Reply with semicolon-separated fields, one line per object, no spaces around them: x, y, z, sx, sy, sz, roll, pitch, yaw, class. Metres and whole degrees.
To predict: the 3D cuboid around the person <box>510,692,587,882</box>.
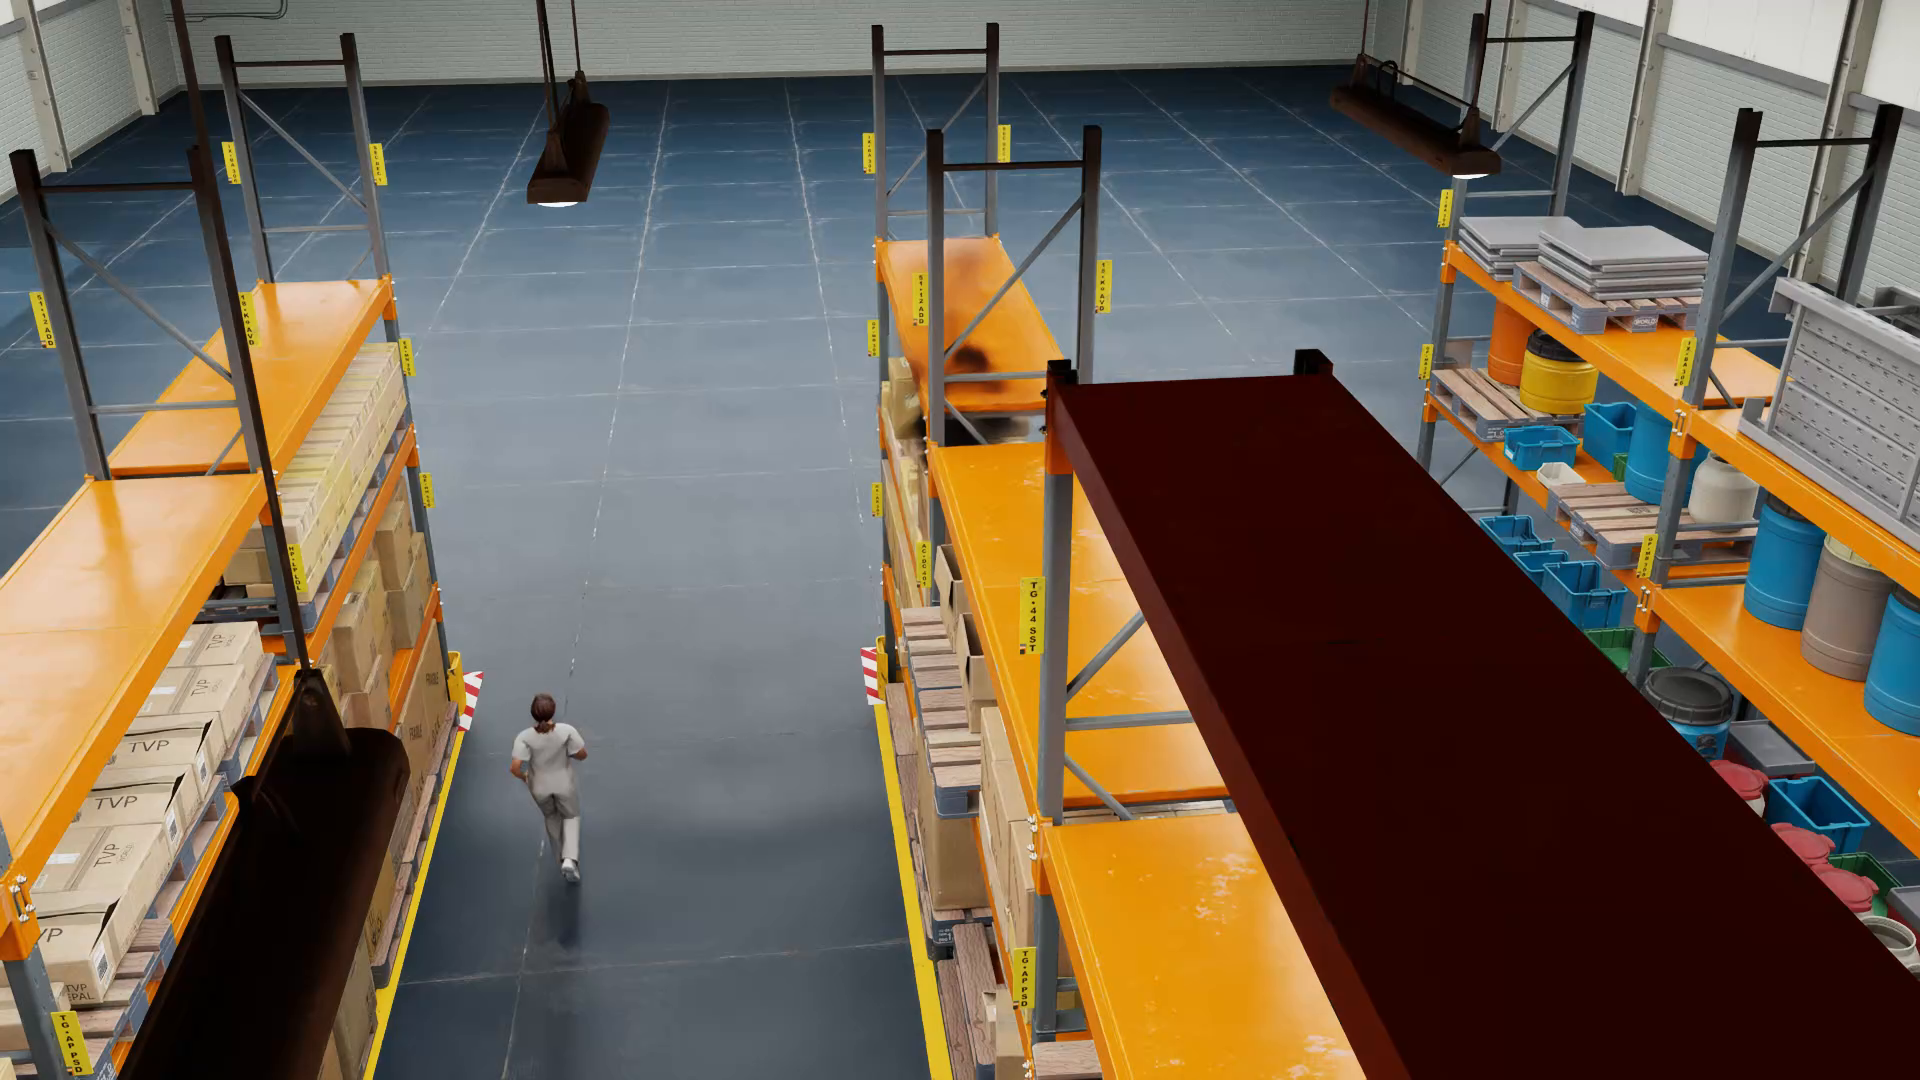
-3.089;1.898;12.615;0.568;1.634;0.701;-6;26;-12;person

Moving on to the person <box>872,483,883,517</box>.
-0.503;-0.033;16.152;0.855;2.086;2.162;15;29;29;person
